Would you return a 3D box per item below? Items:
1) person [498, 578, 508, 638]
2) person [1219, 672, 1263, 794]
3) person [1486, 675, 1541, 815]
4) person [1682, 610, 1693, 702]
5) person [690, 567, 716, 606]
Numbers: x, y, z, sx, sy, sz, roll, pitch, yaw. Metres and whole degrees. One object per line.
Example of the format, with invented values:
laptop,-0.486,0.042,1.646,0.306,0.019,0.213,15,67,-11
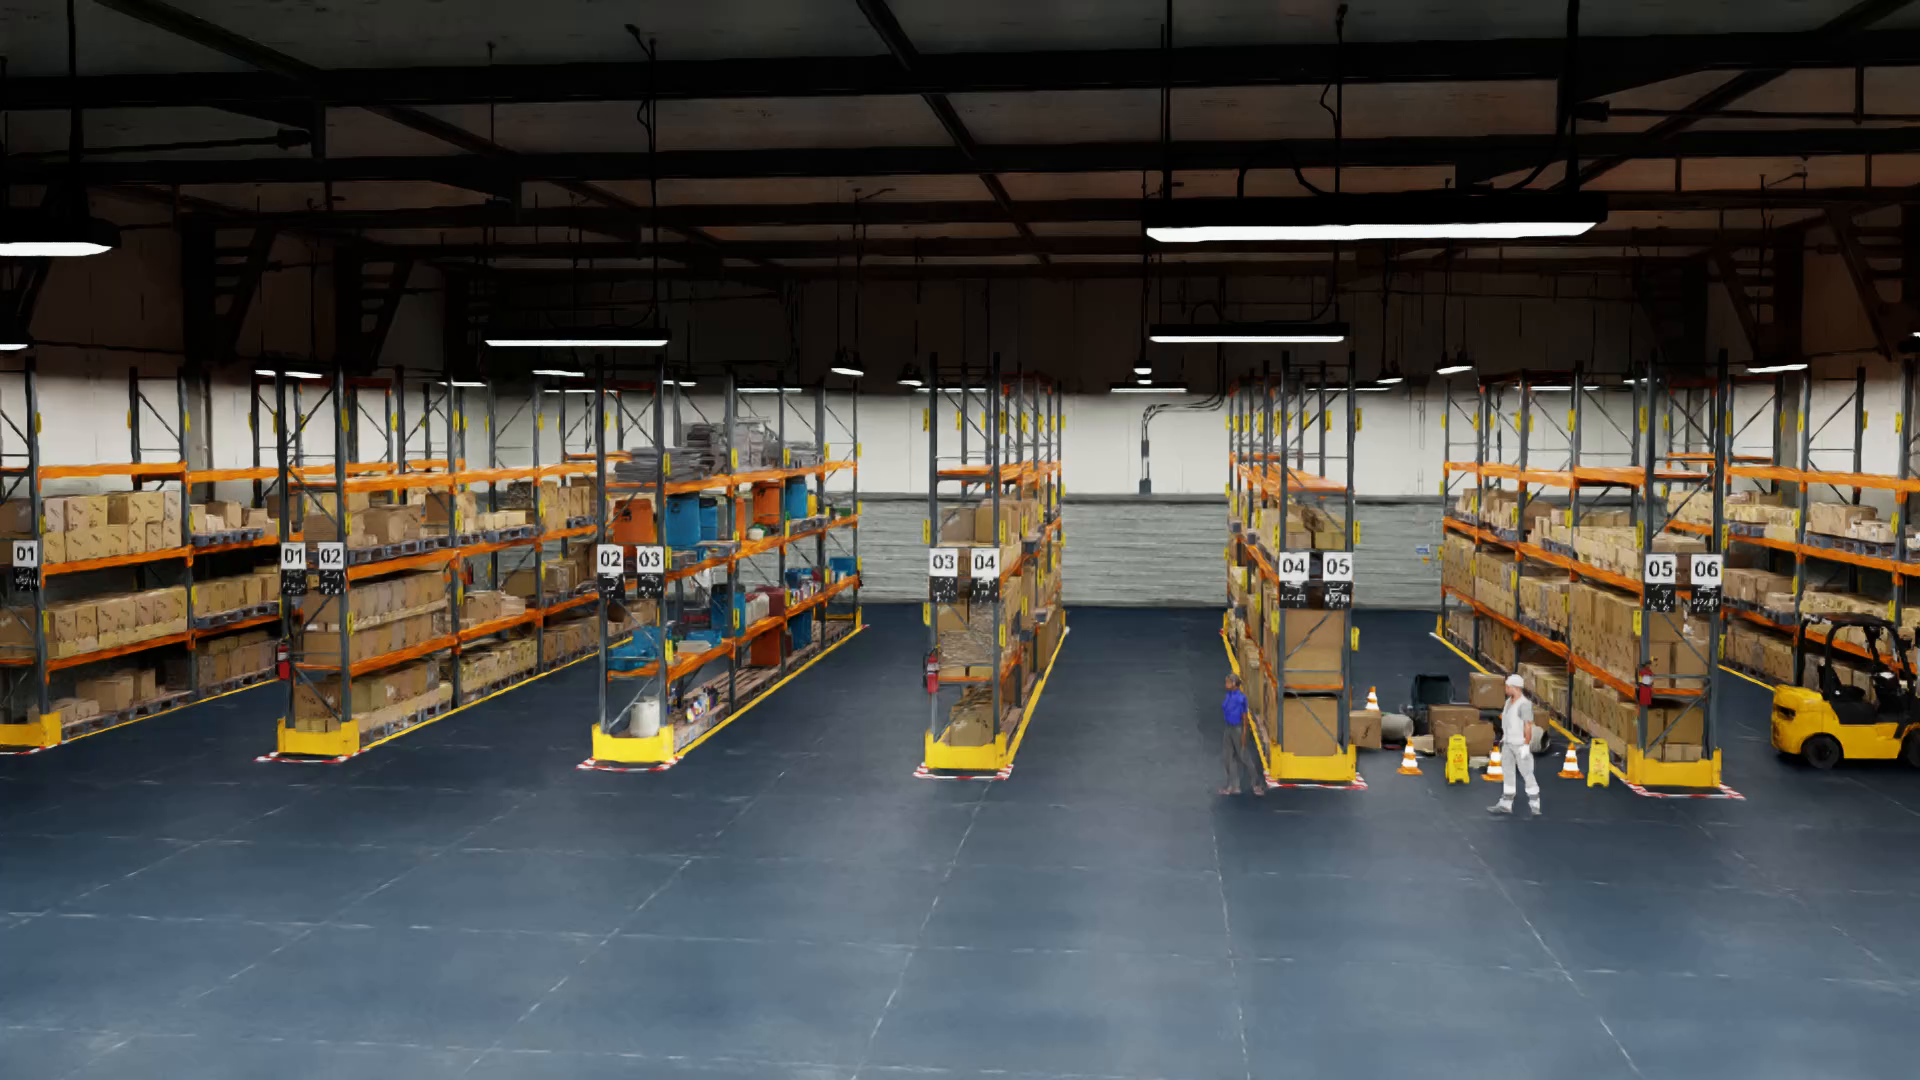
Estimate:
person,-9.964,1.621,36.406,0.639,1.632,0.512,0,4,5
person,3.797,2.608,22.422,0.534,1.640,0.571,-2,4,-22
person,7.120,2.612,21.265,0.555,1.791,0.656,-1,4,-15
person,12.290,2.078,28.519,0.493,1.785,0.616,3,5,37
person,-6.552,1.135,42.441,0.662,1.740,0.685,0,4,-2
